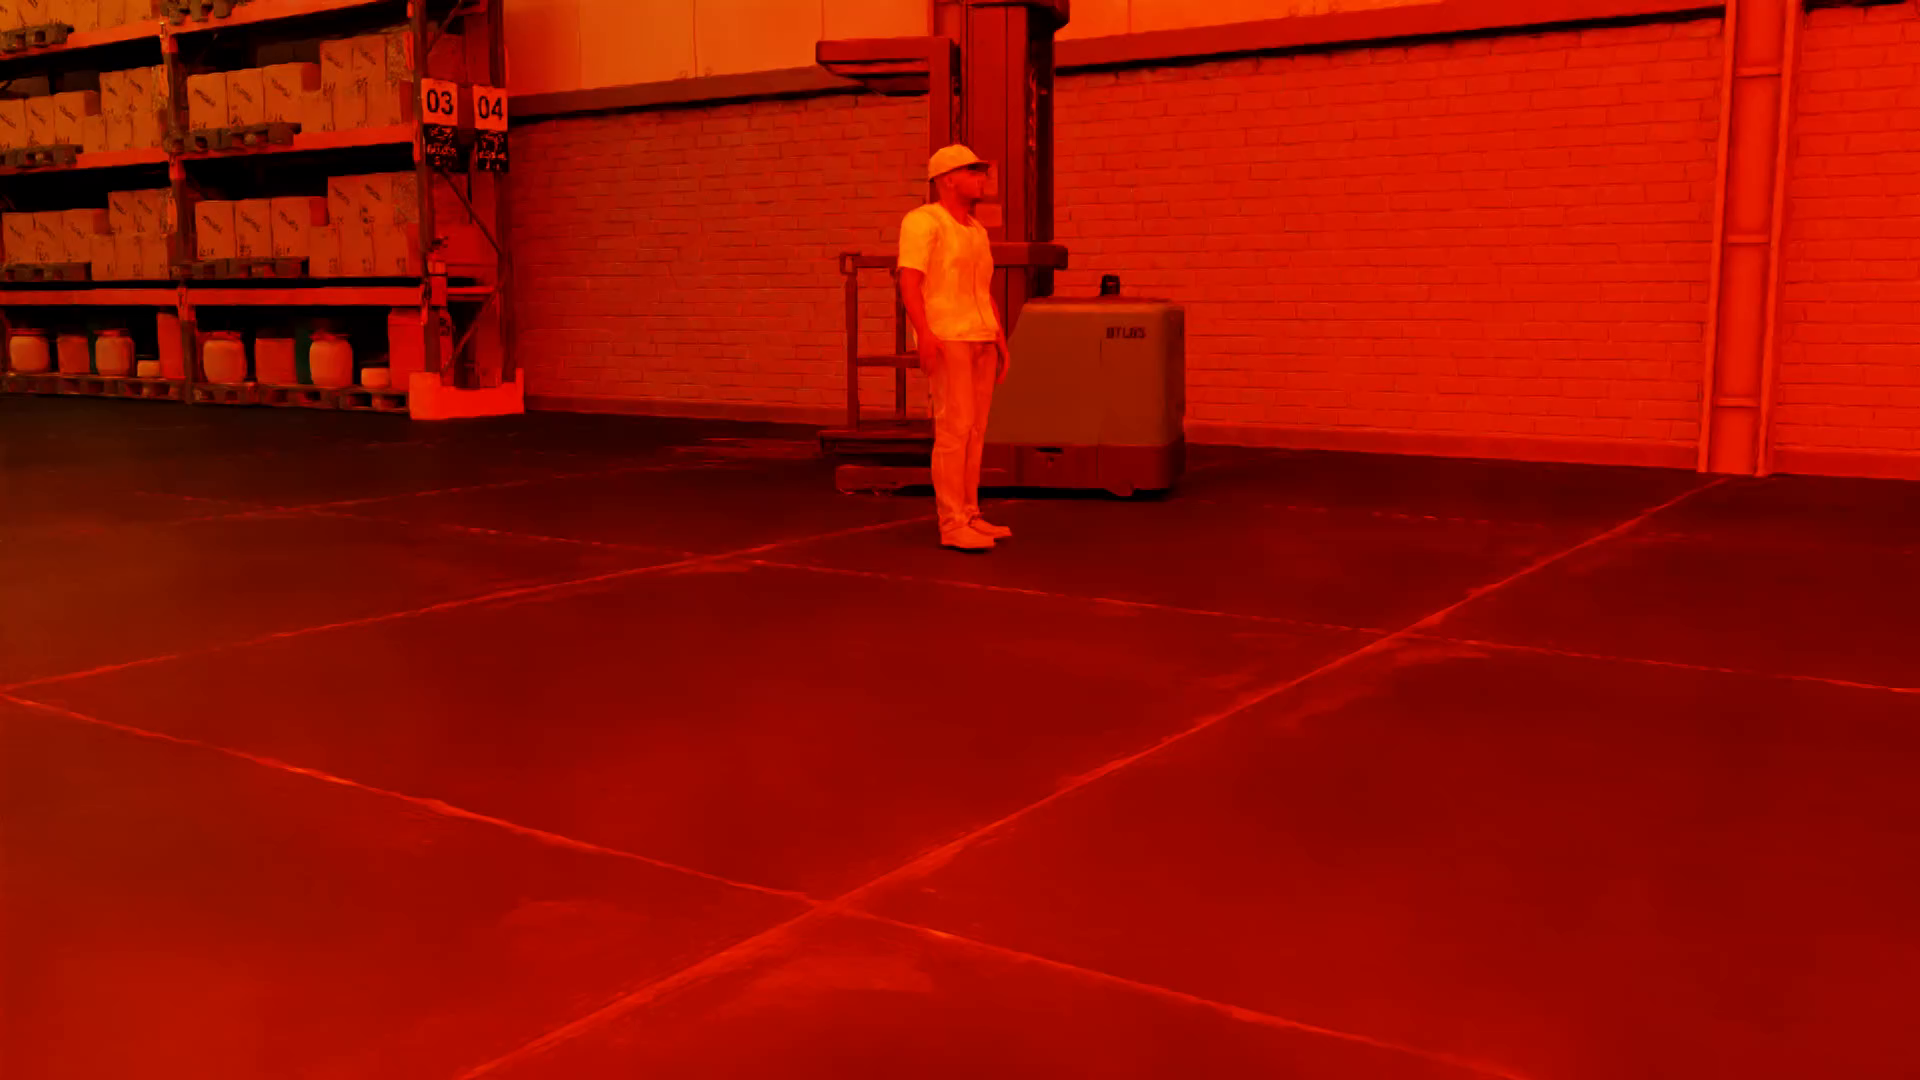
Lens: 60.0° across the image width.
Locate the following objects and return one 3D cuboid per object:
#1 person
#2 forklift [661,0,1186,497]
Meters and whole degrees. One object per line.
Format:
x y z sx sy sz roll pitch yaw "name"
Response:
0.055 -0.875 7.435 0.576 1.766 0.665 5 10 34 "person"
-0.229 -1.773 9.663 3.031 2.935 1.130 2 8 14 "forklift"
